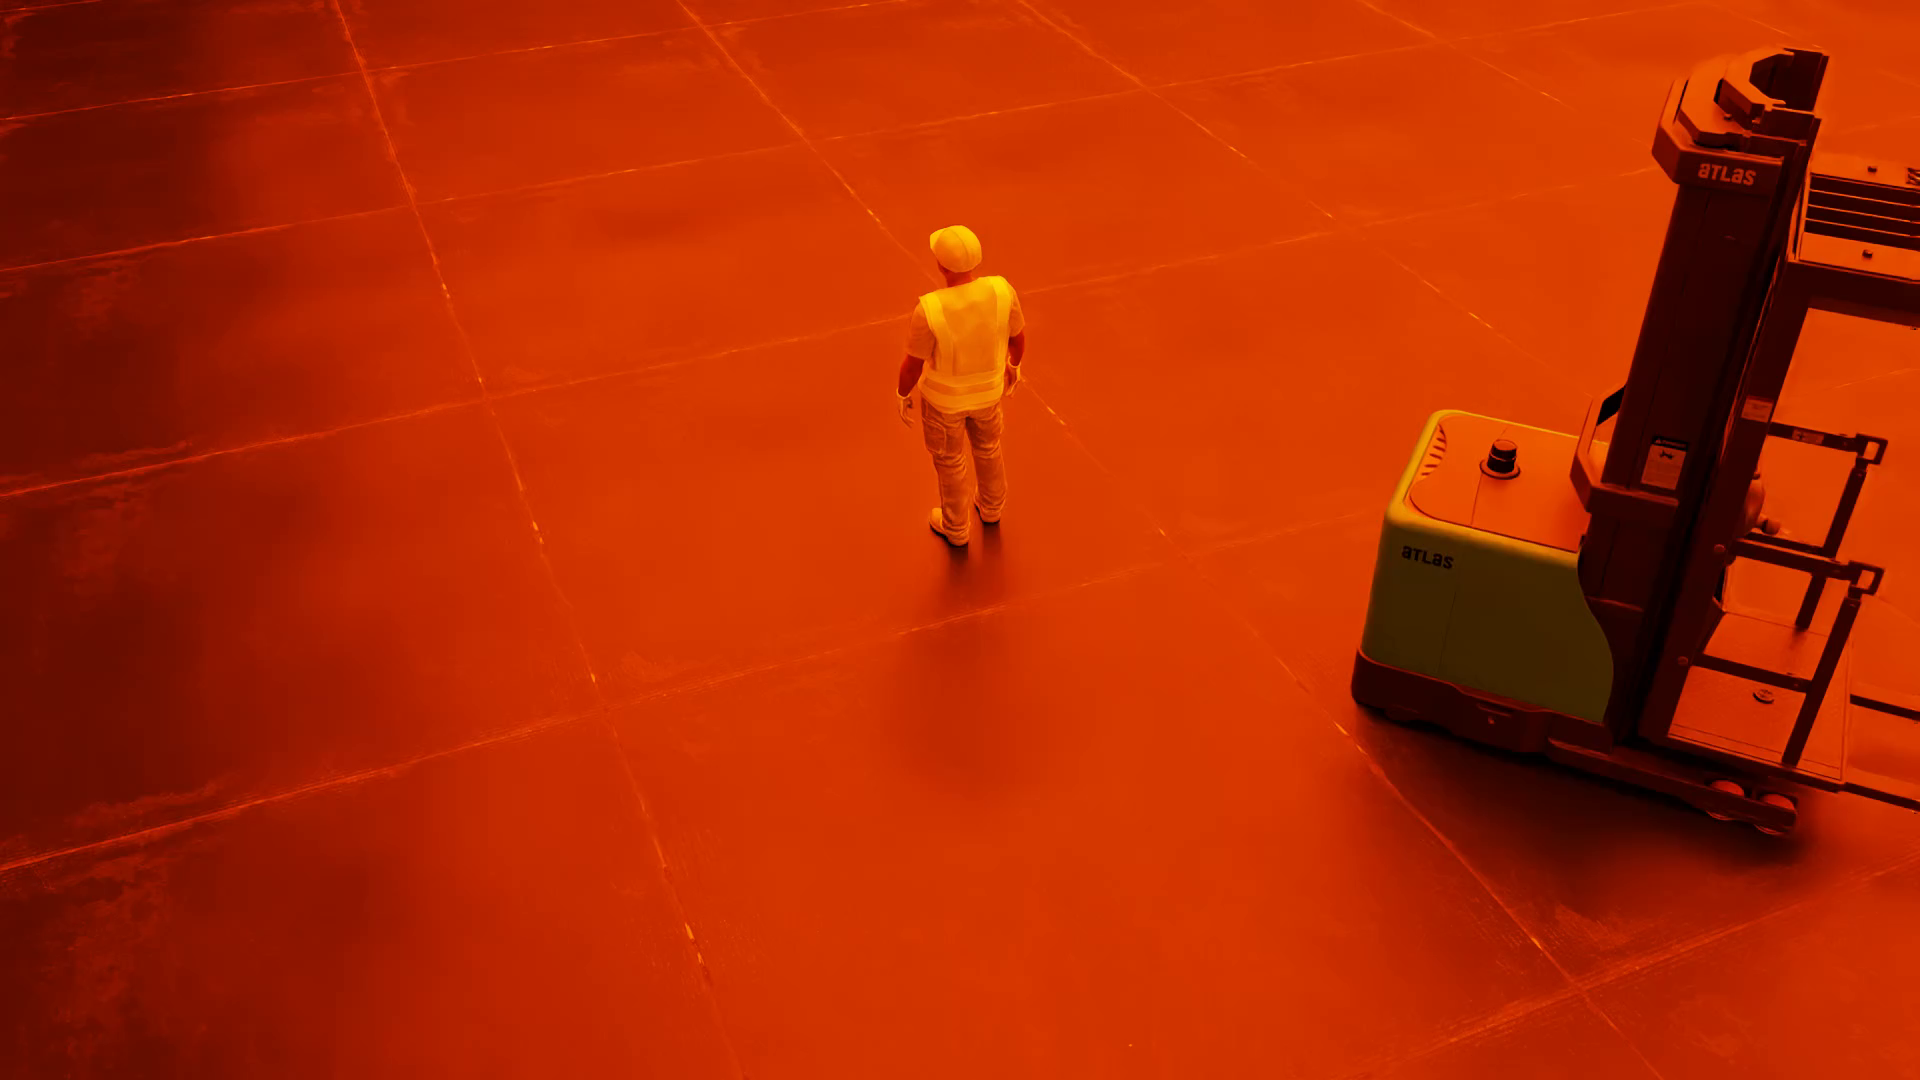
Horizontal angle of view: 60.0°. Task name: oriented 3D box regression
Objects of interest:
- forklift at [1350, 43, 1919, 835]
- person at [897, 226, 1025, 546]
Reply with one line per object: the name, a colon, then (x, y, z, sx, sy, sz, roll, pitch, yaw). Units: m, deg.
forklift: (3.331, -0.324, 6.555, 3.031, 2.935, 1.130, 15, 38, 20)
person: (-0.021, -0.773, 8.164, 0.656, 1.784, 0.574, -14, 38, -19)
